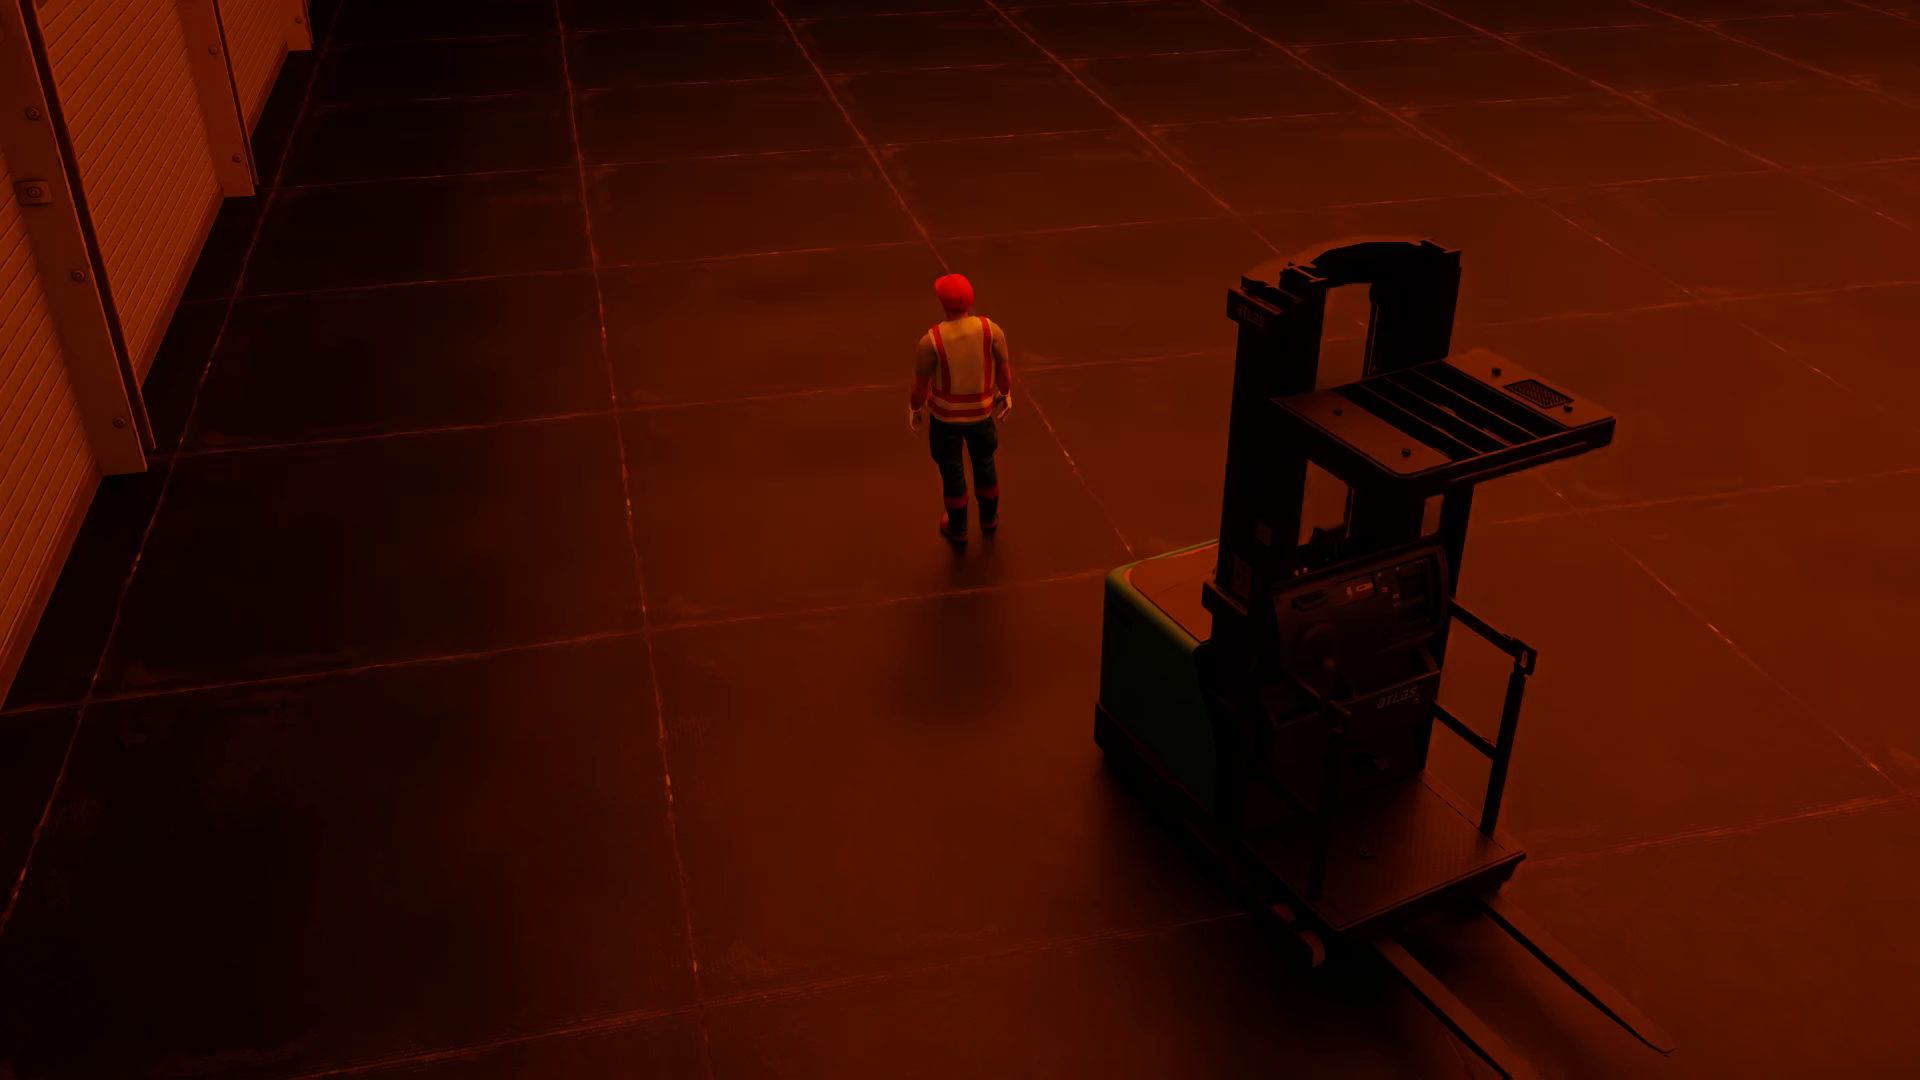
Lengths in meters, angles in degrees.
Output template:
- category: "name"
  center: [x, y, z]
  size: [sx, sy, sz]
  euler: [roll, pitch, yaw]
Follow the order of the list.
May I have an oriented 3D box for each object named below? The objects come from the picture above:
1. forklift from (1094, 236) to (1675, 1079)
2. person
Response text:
- category: "forklift"
  center: [1.828, 0.344, 6.980]
  size: [1.130, 2.935, 3.031]
  euler: [-15, 33, -24]
- category: "person"
  center: [-0.007, -0.821, 10.119]
  size: [0.637, 1.790, 0.562]
  euler: [-7, 31, -12]
